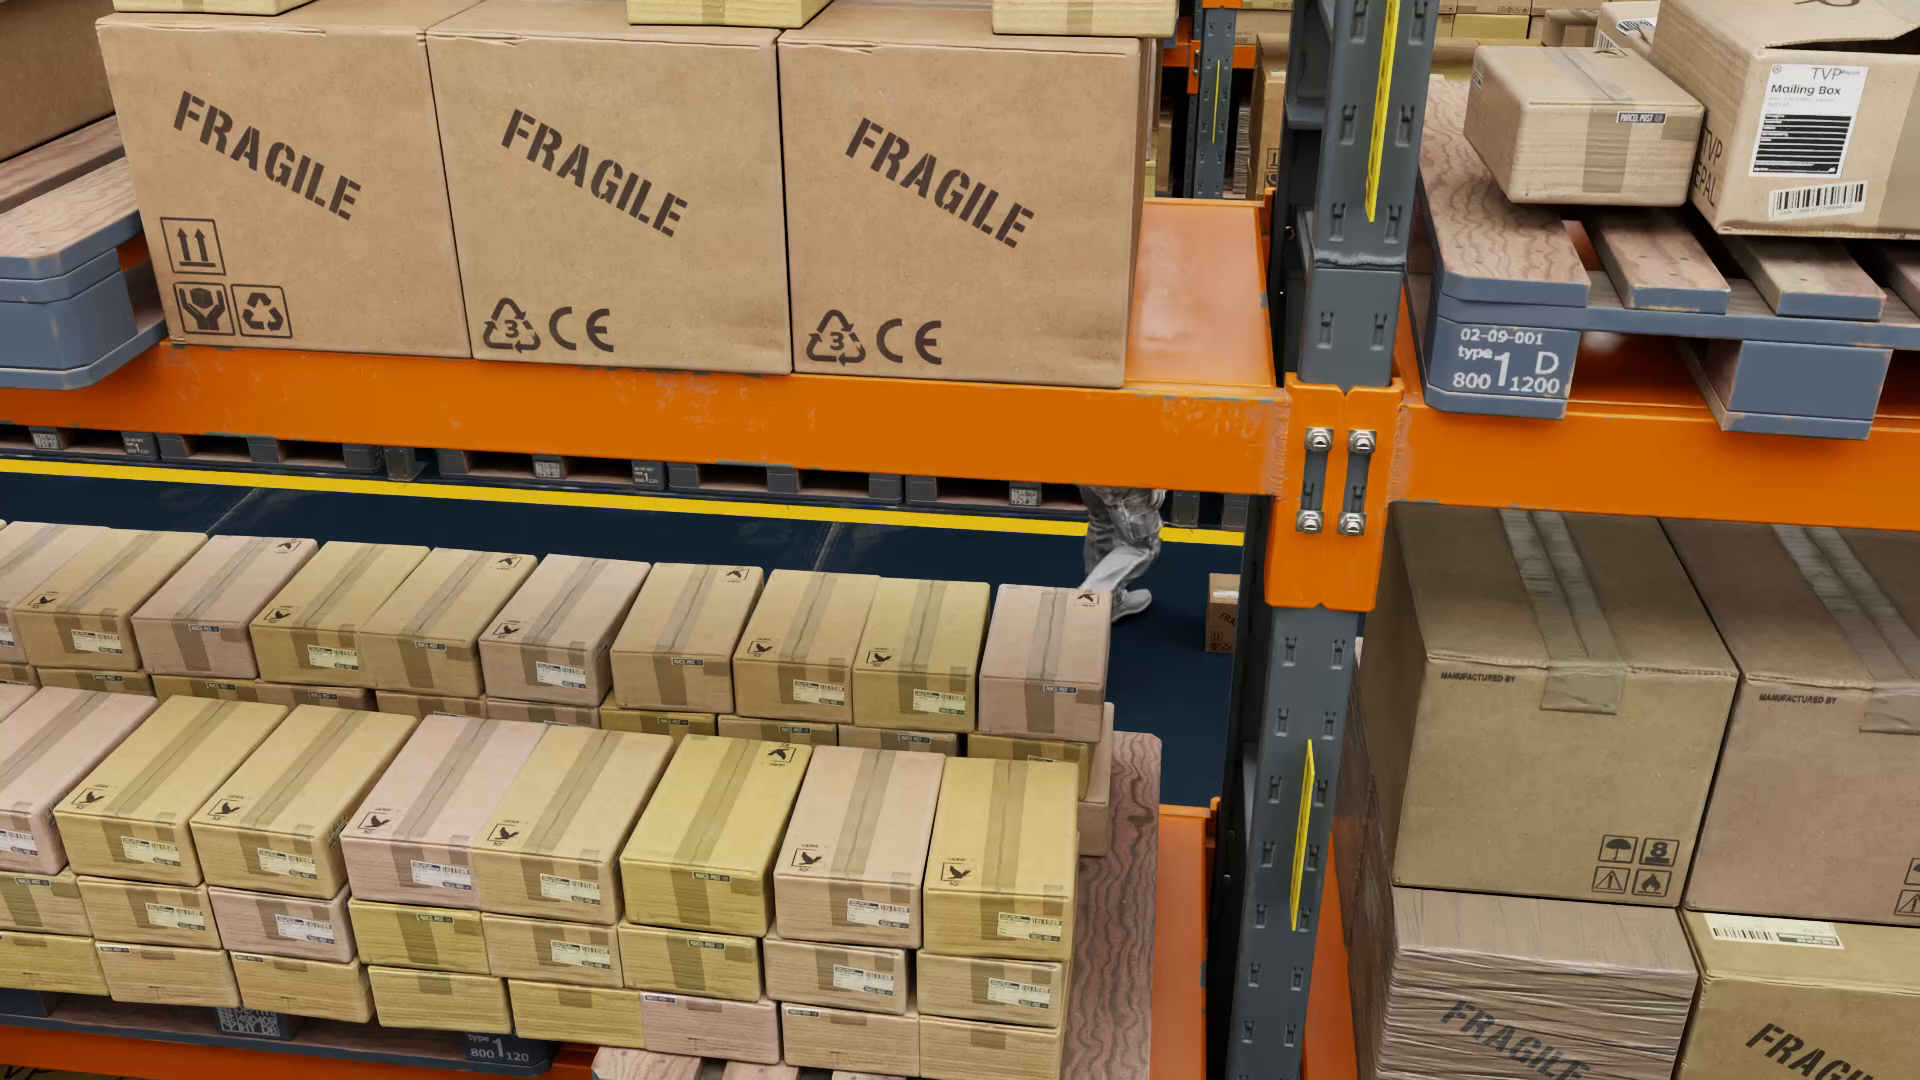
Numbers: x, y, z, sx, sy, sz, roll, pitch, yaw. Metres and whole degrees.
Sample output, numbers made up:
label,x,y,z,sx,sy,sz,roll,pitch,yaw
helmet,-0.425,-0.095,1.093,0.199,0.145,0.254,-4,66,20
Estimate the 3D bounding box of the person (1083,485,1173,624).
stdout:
label,x,y,z,sx,sy,sz,roll,pitch,yaw
person,0.617,-0.365,6.762,0.654,1.777,0.607,-12,31,-22
